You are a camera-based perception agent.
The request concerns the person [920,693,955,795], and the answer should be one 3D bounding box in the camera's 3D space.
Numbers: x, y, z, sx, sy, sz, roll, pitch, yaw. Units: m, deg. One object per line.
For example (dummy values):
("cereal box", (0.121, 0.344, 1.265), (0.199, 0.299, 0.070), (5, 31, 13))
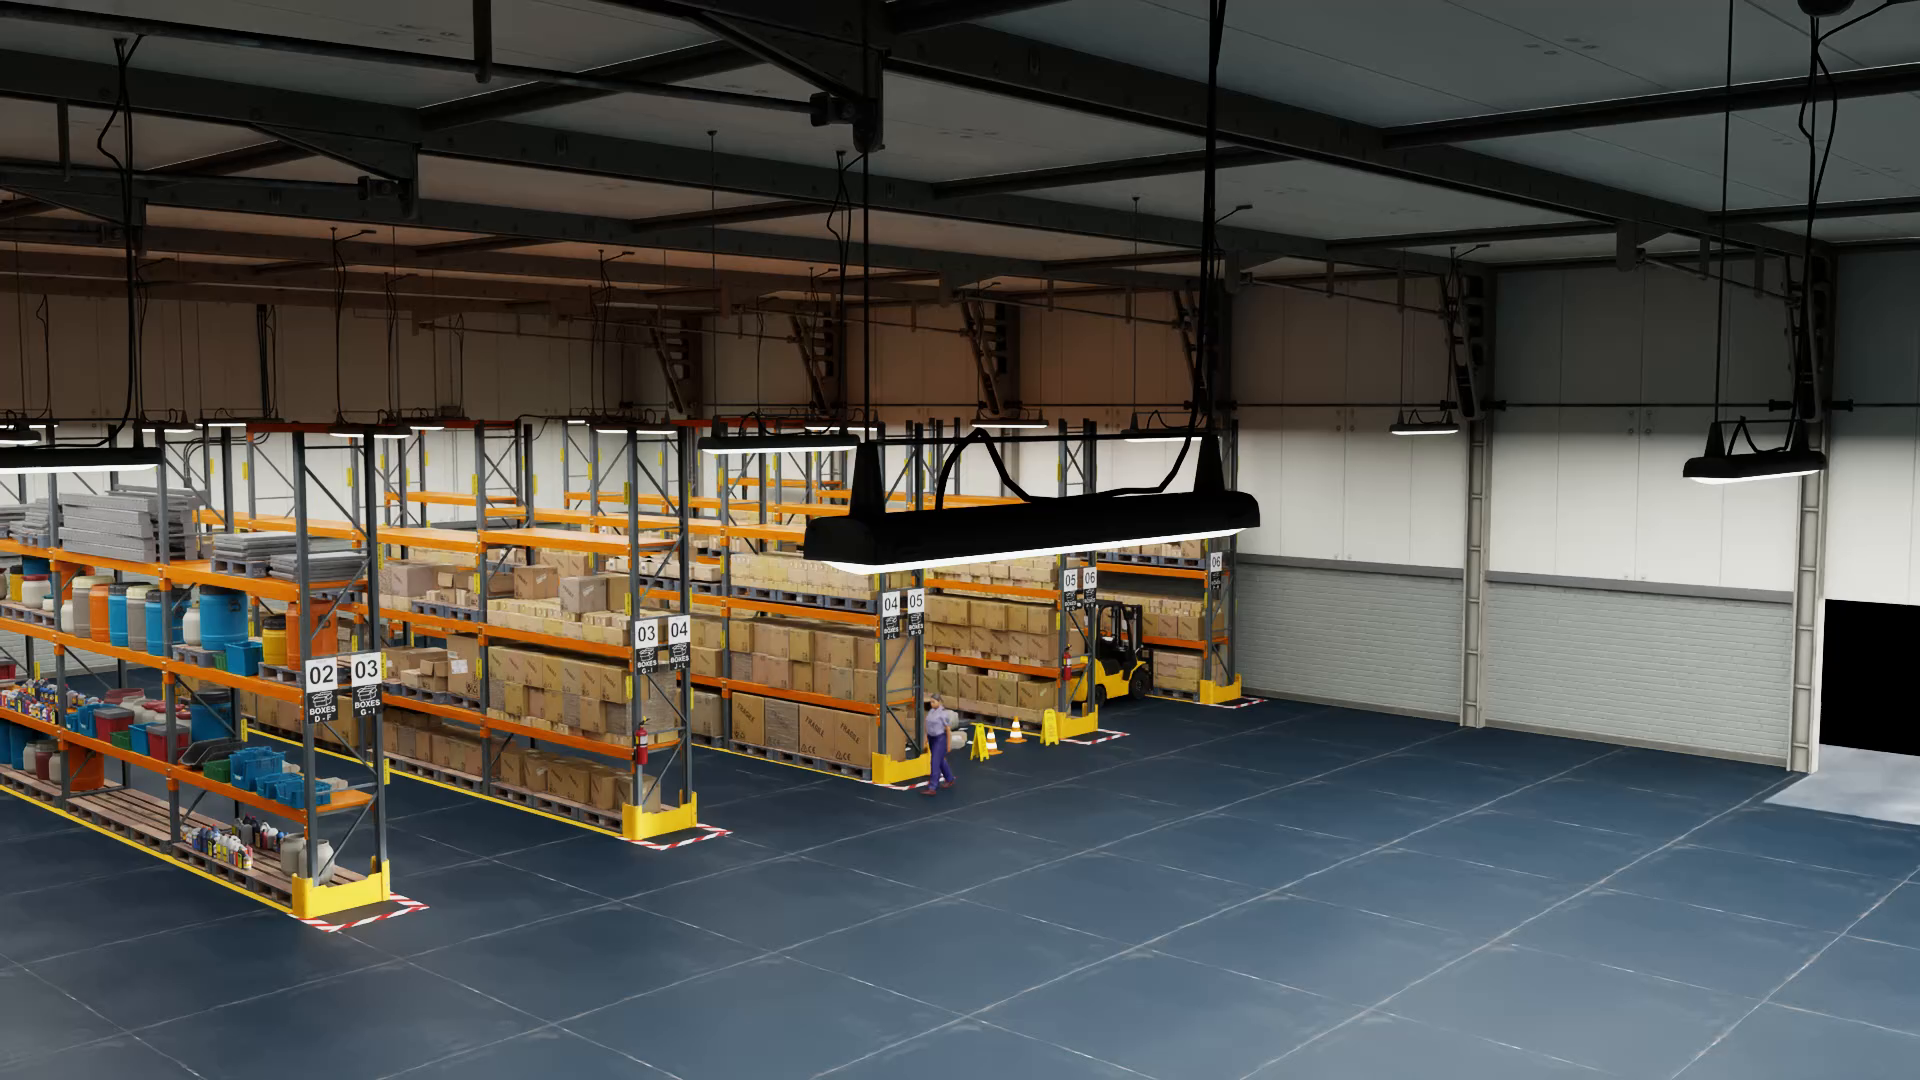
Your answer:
("person", (-0.369, 3.307, 27.141), (0.834, 1.618, 0.529), (-3, 5, -29))
